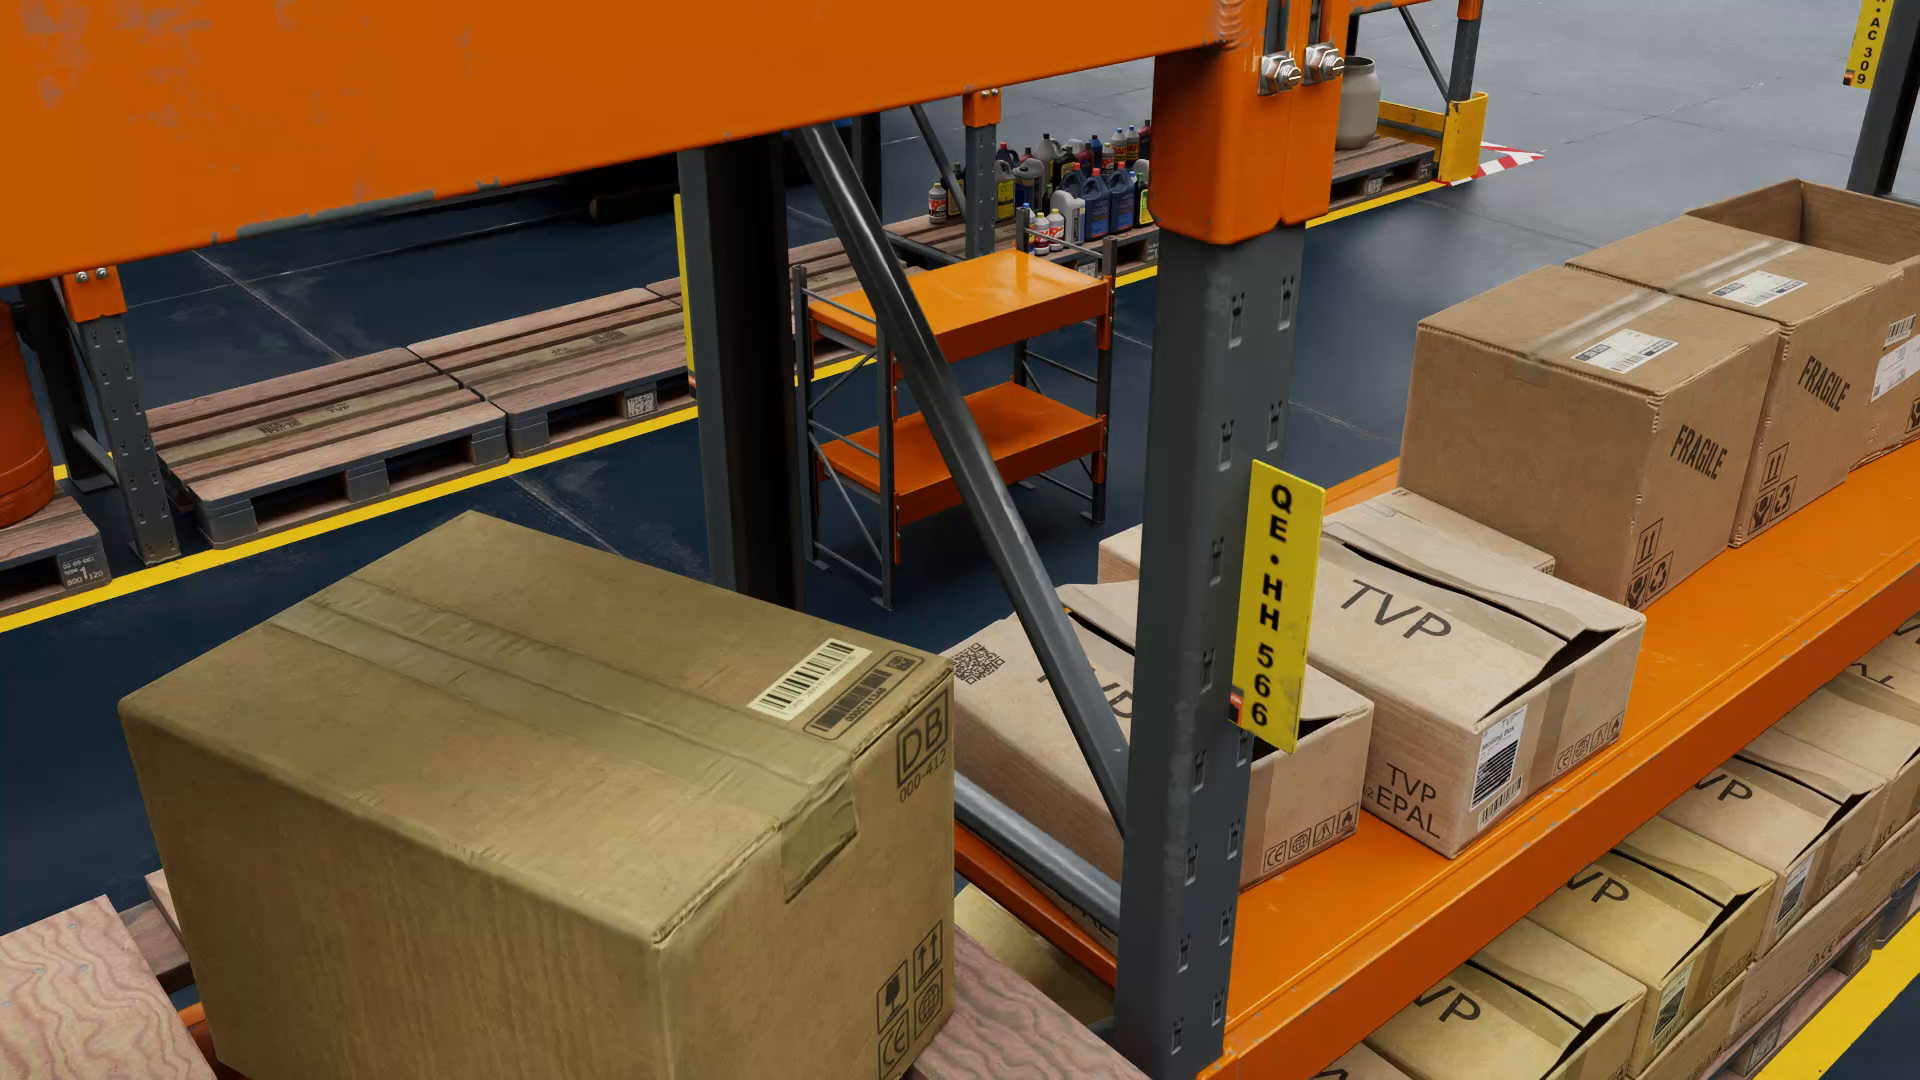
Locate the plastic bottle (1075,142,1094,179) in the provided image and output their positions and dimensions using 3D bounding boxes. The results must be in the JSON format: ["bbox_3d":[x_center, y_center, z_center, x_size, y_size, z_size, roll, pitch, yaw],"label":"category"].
[{"bbox_3d":[0.696,-2.106,9.423,0.133,0.283,0.061,-22,35,-35],"label":"plastic bottle"}]

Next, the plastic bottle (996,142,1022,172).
[{"bbox_3d":[0.255,-2.026,9.203,0.185,0.351,0.144,-24,36,-37],"label":"plastic bottle"}]

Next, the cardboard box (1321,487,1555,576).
[{"bbox_3d":[0.908,0.060,3.222,0.250,0.149,0.380,-19,34,-31],"label":"cardboard box"}]

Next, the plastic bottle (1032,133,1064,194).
[{"bbox_3d":[0.500,-2.125,9.388,0.185,0.351,0.144,-22,35,-35],"label":"plastic bottle"}]

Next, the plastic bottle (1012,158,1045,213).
[{"bbox_3d":[0.370,-1.948,9.135,0.135,0.276,0.152,-22,35,-35],"label":"plastic bottle"}]

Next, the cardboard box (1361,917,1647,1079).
[{"bbox_3d":[0.958,0.921,3.221,0.500,0.311,0.500,-23,36,-36],"label":"cardboard box"}]

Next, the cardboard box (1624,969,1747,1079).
[{"bbox_3d":[1.337,1.017,3.637,0.500,0.250,0.500,-23,36,-36],"label":"cardboard box"}]

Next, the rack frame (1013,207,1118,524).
[{"bbox_3d":[0.382,-0.650,6.272,0.032,1.125,0.500,-22,35,-35],"label":"rack frame"}]

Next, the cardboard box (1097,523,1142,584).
[{"bbox_3d":[0.480,0.096,3.154,0.250,0.149,0.380,-22,35,-35],"label":"cardboard box"}]

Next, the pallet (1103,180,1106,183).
[{"bbox_3d":[1.272,-1.977,9.726,1.213,0.211,1.003,-22,35,-35],"label":"pallet"}]

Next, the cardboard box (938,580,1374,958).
[{"bbox_3d":[0.280,0.303,2.595,0.500,0.311,0.500,-19,34,-32],"label":"cardboard box"}]

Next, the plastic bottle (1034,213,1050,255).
[{"bbox_3d":[0.410,-1.573,8.513,0.097,0.201,0.097,0,28,0],"label":"plastic bottle"}]

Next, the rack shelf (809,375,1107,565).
[{"bbox_3d":[-0.005,-0.278,6.096,1.000,0.278,0.538,-22,35,-35],"label":"rack shelf"}]

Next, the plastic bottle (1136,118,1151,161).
[{"bbox_3d":[1.083,-2.356,9.890,0.133,0.283,0.061,-21,35,-34],"label":"plastic bottle"}]

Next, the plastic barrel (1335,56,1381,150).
[{"bbox_3d":[2.398,-2.724,10.359,0.421,0.512,0.421,0,28,0],"label":"plastic barrel"}]

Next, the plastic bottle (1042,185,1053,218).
[{"bbox_3d":[0.491,-1.725,8.710,0.133,0.283,0.061,-22,35,-35],"label":"plastic bottle"}]

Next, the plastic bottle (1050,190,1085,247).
[{"bbox_3d":[0.561,-1.683,8.640,0.135,0.276,0.152,-20,34,-33],"label":"plastic bottle"}]

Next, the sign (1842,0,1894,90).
[{"bbox_3d":[2.656,-1.480,4.833,0.005,0.325,0.100,-22,35,-35],"label":"sign"}]

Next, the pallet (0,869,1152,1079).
[{"bbox_3d":[-0.495,0.677,2.005,1.003,0.211,1.213,-22,35,-35],"label":"pallet"}]

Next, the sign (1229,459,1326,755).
[{"bbox_3d":[0.334,0.075,1.782,0.005,0.325,0.100,-22,35,-35],"label":"sign"}]

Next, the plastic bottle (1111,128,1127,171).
[{"bbox_3d":[0.930,-2.277,9.757,0.097,0.271,0.097,0,28,0],"label":"plastic bottle"}]

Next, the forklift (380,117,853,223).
[{"bbox_3d":[-2.147,-3.422,9.544,3.031,2.935,1.130,-20,34,-32],"label":"forklift"}]

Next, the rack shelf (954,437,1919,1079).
[{"bbox_3d":[1.496,0.065,3.709,4.000,0.370,1.077,-22,35,-35],"label":"rack shelf"}]

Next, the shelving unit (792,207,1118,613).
[{"bbox_3d":[-0.005,-0.494,5.981,1.048,1.125,0.538,-22,35,-35],"label":"shelving unit"}]

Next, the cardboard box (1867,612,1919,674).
[{"bbox_3d":[2.504,0.304,4.375,0.500,0.311,0.500,-21,34,-34],"label":"cardboard box"}]

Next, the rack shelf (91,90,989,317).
[{"bbox_3d":[-1.716,-1.712,7.035,4.000,0.370,1.077,-22,35,-35],"label":"rack shelf"}]

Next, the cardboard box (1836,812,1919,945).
[{"bbox_3d":[2.116,0.705,4.220,0.500,0.250,0.500,-21,35,-34],"label":"cardboard box"}]

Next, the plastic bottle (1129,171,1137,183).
[{"bbox_3d":[0.920,-1.847,8.951,0.097,0.271,0.097,0,28,0],"label":"plastic bottle"}]

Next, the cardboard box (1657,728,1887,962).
[{"bbox_3d":[1.738,0.608,3.806,0.500,0.311,0.500,-22,35,-36],"label":"cardboard box"}]

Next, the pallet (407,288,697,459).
[{"bbox_3d":[-1.695,-0.782,7.490,1.213,0.211,1.003,-22,35,-35],"label":"pallet"}]

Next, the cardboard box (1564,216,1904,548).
[{"bbox_3d":[1.641,-0.365,3.644,0.500,0.500,0.500,-22,35,-35],"label":"cardboard box"}]

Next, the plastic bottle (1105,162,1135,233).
[{"bbox_3d":[0.833,-1.823,8.823,0.185,0.351,0.144,-24,36,-37],"label":"plastic bottle"}]

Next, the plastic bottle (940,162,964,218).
[{"bbox_3d":[-0.042,-1.903,9.044,0.133,0.283,0.061,-20,34,-33],"label":"plastic bottle"}]

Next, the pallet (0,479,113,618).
[{"bbox_3d":[-3.810,0.068,5.899,1.213,0.211,1.003,-22,35,-35],"label":"pallet"}]

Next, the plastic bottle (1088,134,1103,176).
[{"bbox_3d":[0.776,-2.216,9.641,0.097,0.271,0.097,0,28,0],"label":"plastic bottle"}]

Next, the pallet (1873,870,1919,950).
[{"bbox_3d":[2.483,0.605,4.894,1.213,0.211,1.003,-22,35,-35],"label":"pallet"}]

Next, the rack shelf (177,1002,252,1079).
[{"bbox_3d":[-1.547,1.289,1.420,4.000,0.370,1.077,-22,35,-35],"label":"rack shelf"}]

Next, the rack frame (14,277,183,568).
[{"bbox_3d":[-3.237,-1.418,5.721,0.127,3.000,1.000,-22,35,-35],"label":"rack frame"}]

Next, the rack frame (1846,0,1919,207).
[{"bbox_3d":[3.018,-0.864,4.685,0.127,3.000,1.000,-22,35,-35],"label":"rack frame"}]

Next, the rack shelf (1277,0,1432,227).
[{"bbox_3d":[1.496,-1.258,3.002,4.000,0.370,1.077,-22,35,-35],"label":"rack shelf"}]
